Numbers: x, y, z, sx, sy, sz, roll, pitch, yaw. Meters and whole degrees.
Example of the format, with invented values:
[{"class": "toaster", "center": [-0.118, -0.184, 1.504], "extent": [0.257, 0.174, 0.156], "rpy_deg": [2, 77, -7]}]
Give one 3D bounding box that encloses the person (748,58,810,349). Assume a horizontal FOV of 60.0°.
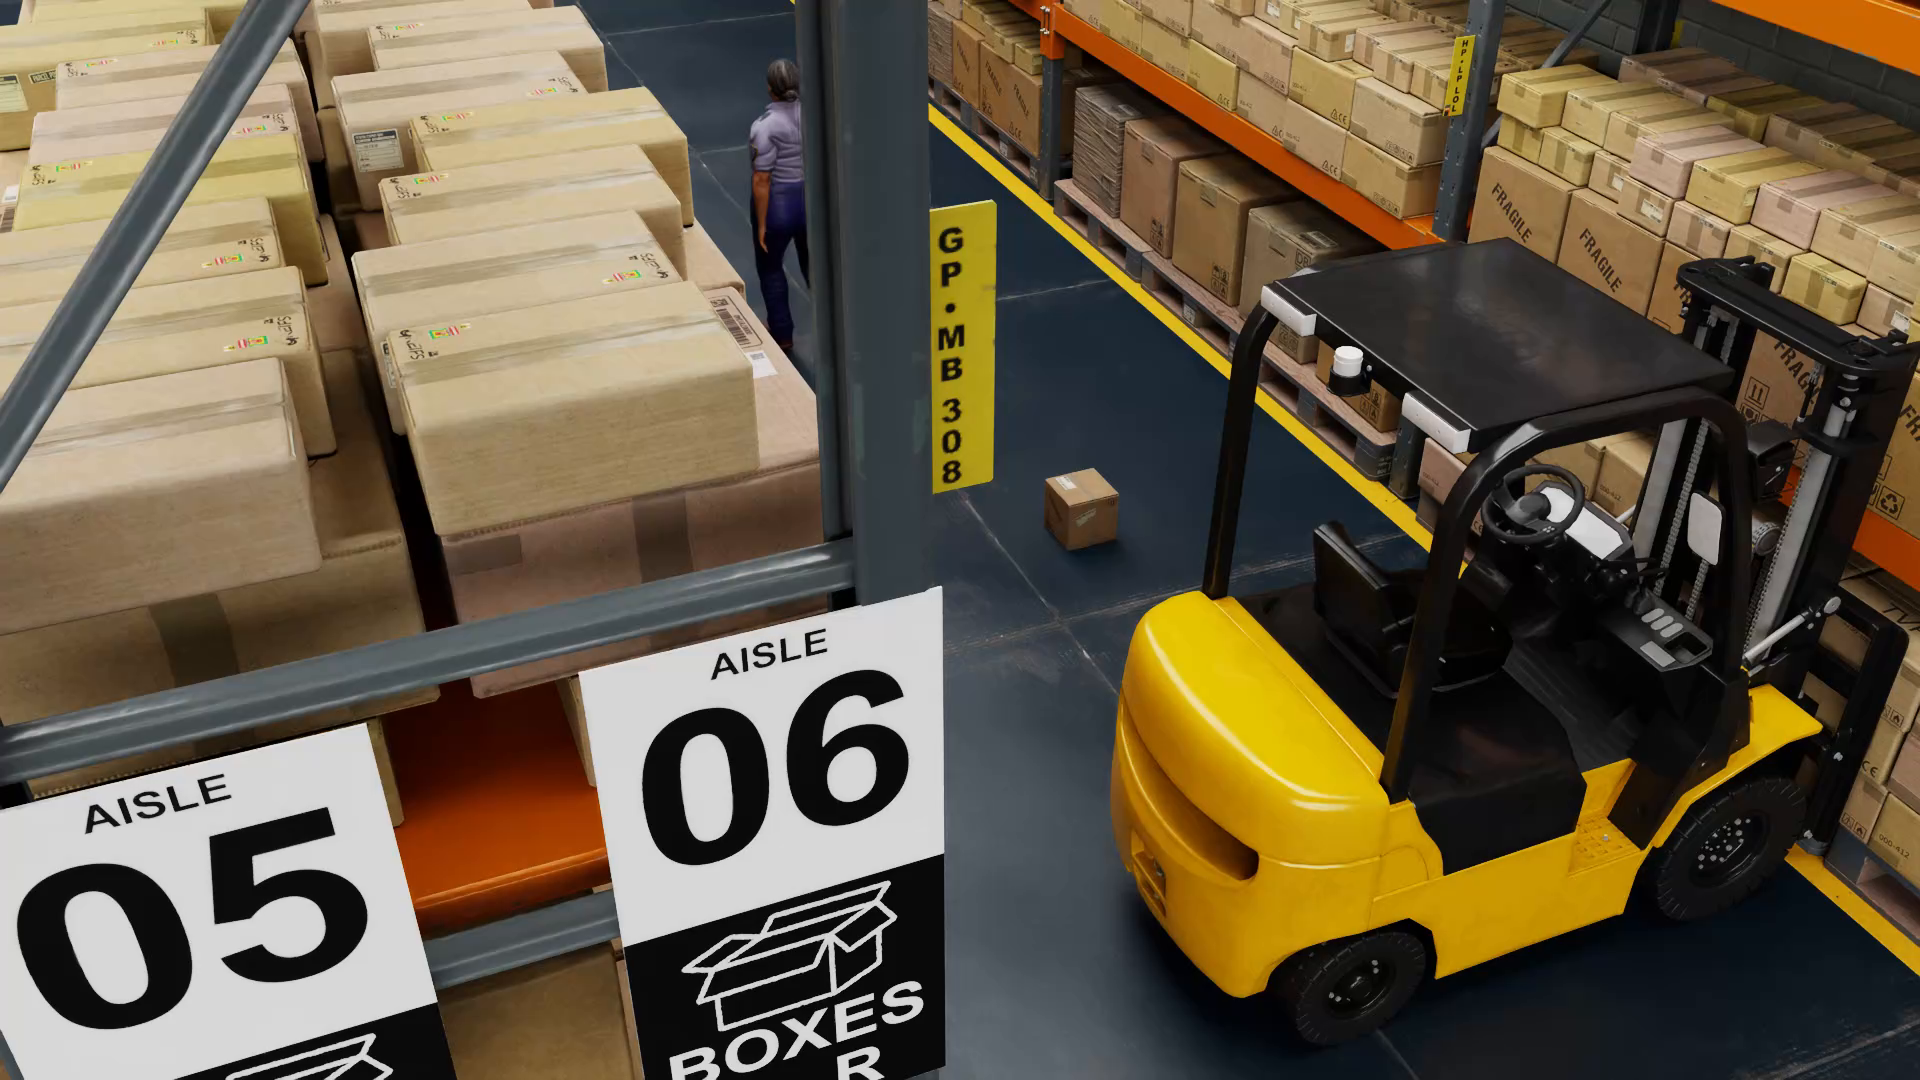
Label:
[{"class": "person", "center": [-0.856, -1.708, 8.700], "extent": [0.487, 1.608, 0.716], "rpy_deg": [-18, 38, -25]}]
